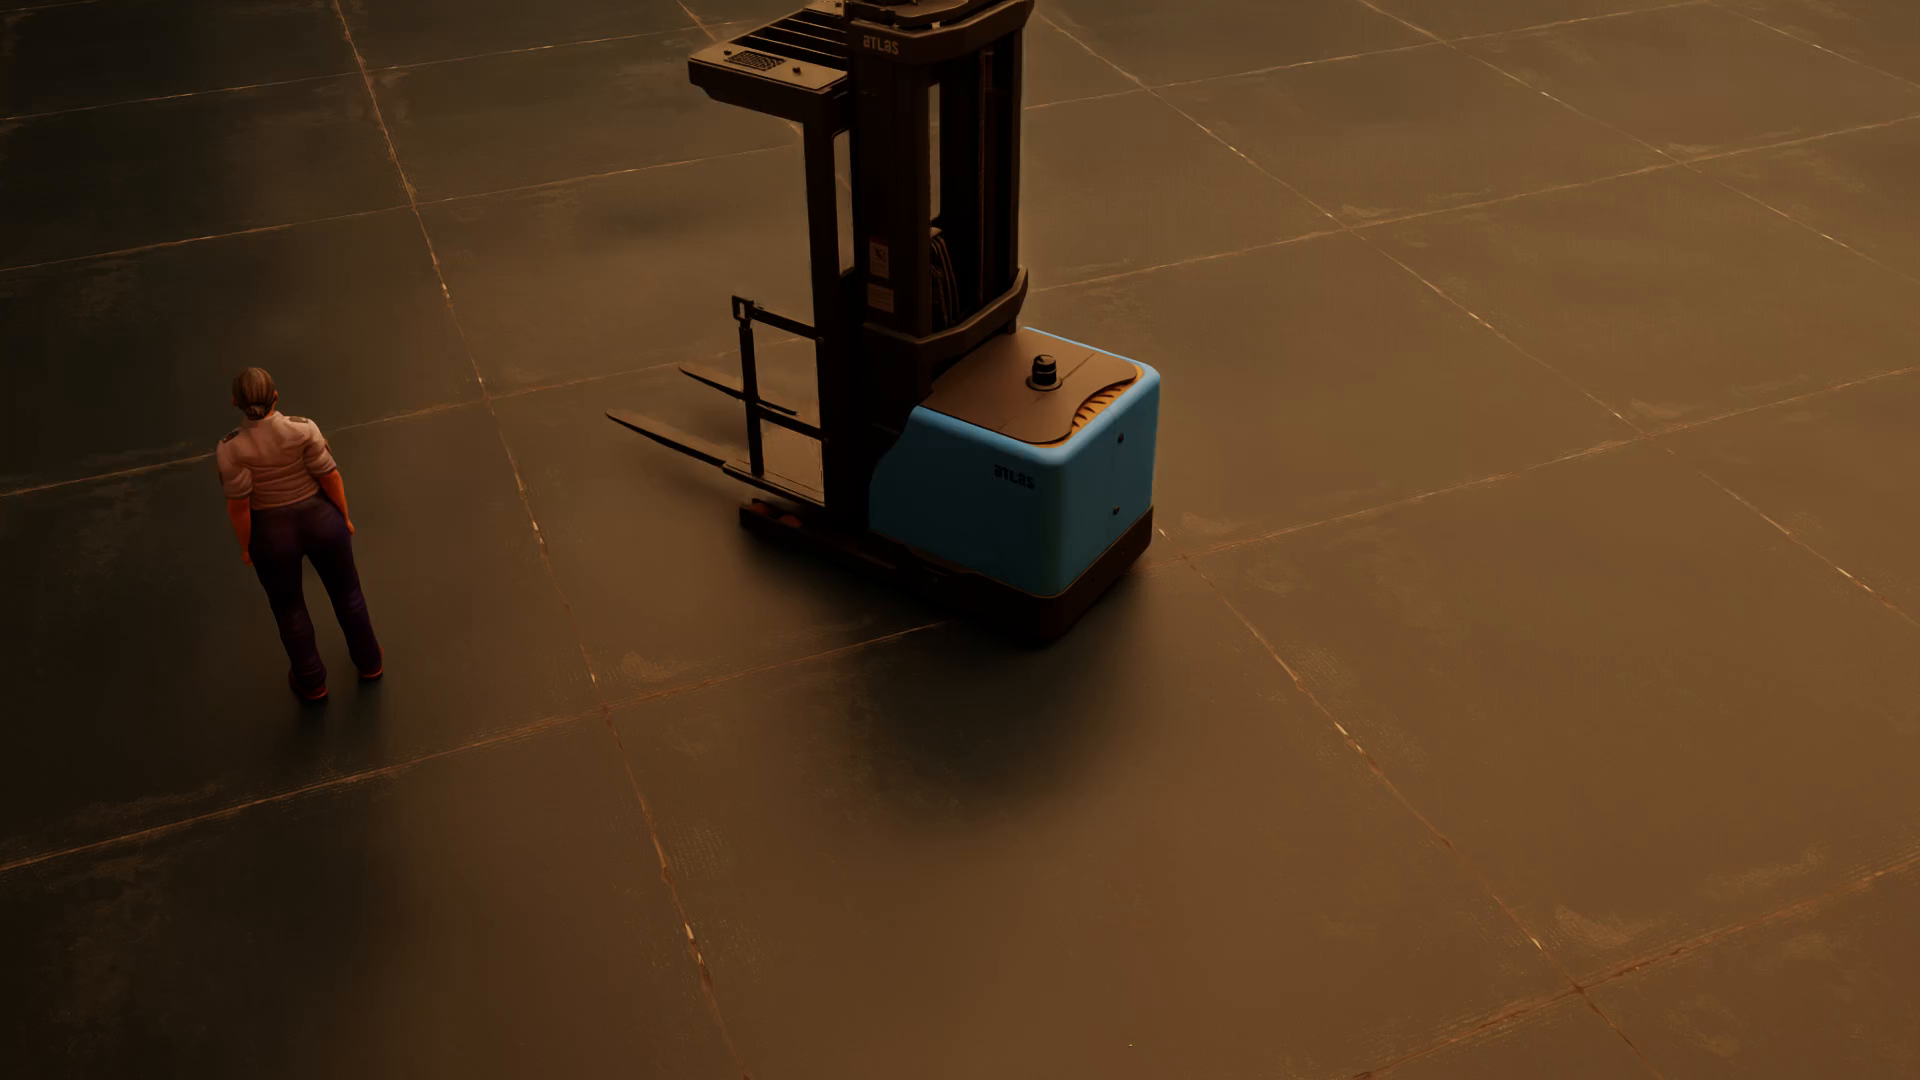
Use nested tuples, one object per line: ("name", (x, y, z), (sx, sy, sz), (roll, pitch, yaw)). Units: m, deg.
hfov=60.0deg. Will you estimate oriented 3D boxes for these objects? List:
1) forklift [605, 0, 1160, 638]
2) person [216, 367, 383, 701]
("forklift", (-0.535, -1.390, 8.053), (3.031, 2.935, 1.130), (21, 41, 27))
("person", (-2.901, -0.033, 7.256), (0.482, 1.653, 0.353), (-19, 40, -25))
